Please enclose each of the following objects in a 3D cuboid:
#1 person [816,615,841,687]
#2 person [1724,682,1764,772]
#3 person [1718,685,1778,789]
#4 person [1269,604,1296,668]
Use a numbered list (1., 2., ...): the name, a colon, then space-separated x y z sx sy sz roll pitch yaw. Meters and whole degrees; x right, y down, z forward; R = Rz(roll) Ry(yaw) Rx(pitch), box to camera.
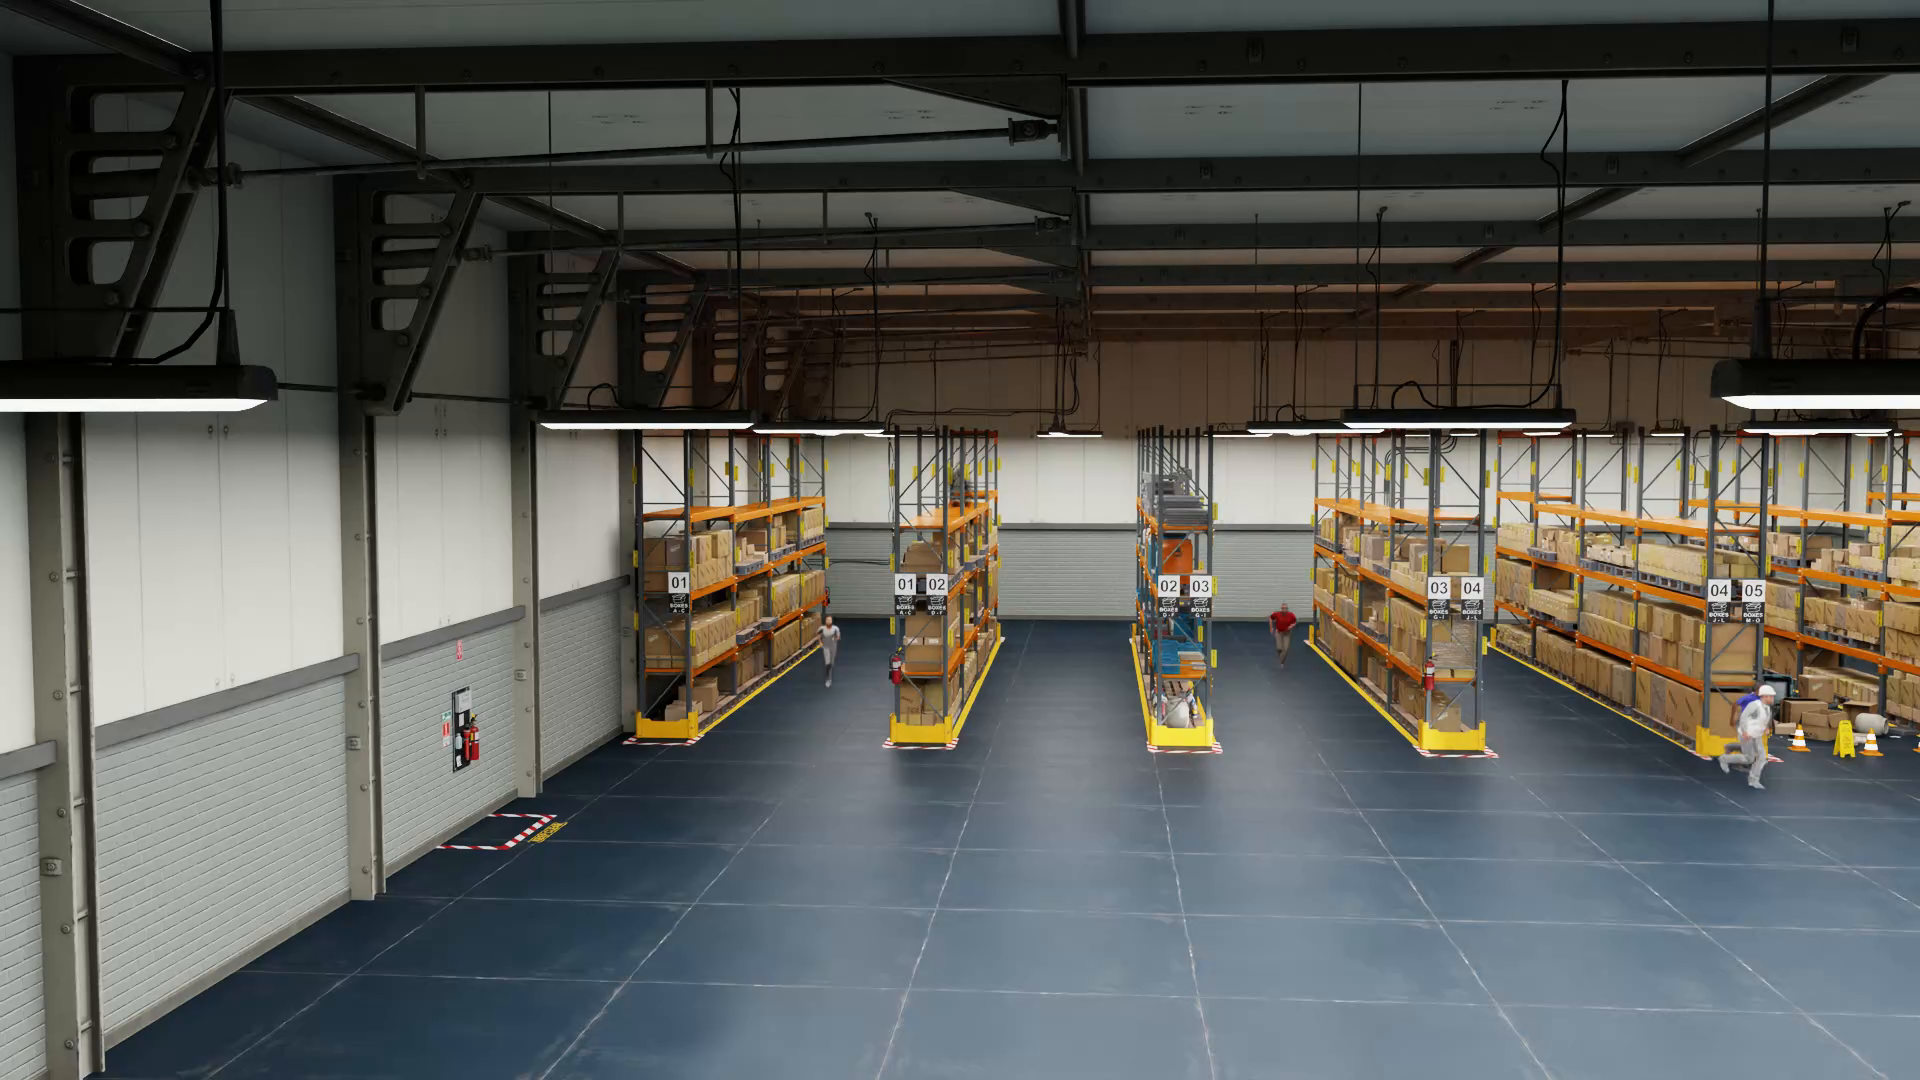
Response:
1. person: -3.042 2.585 38.646 0.565 1.691 0.765 -1 3 -11
2. person: 13.593 3.223 28.736 0.692 1.586 0.563 3 5 41
3. person: 13.061 3.236 27.557 0.660 1.725 0.908 -3 5 -44
4. person: 8.108 2.405 41.741 0.653 1.655 0.749 0 3 3
